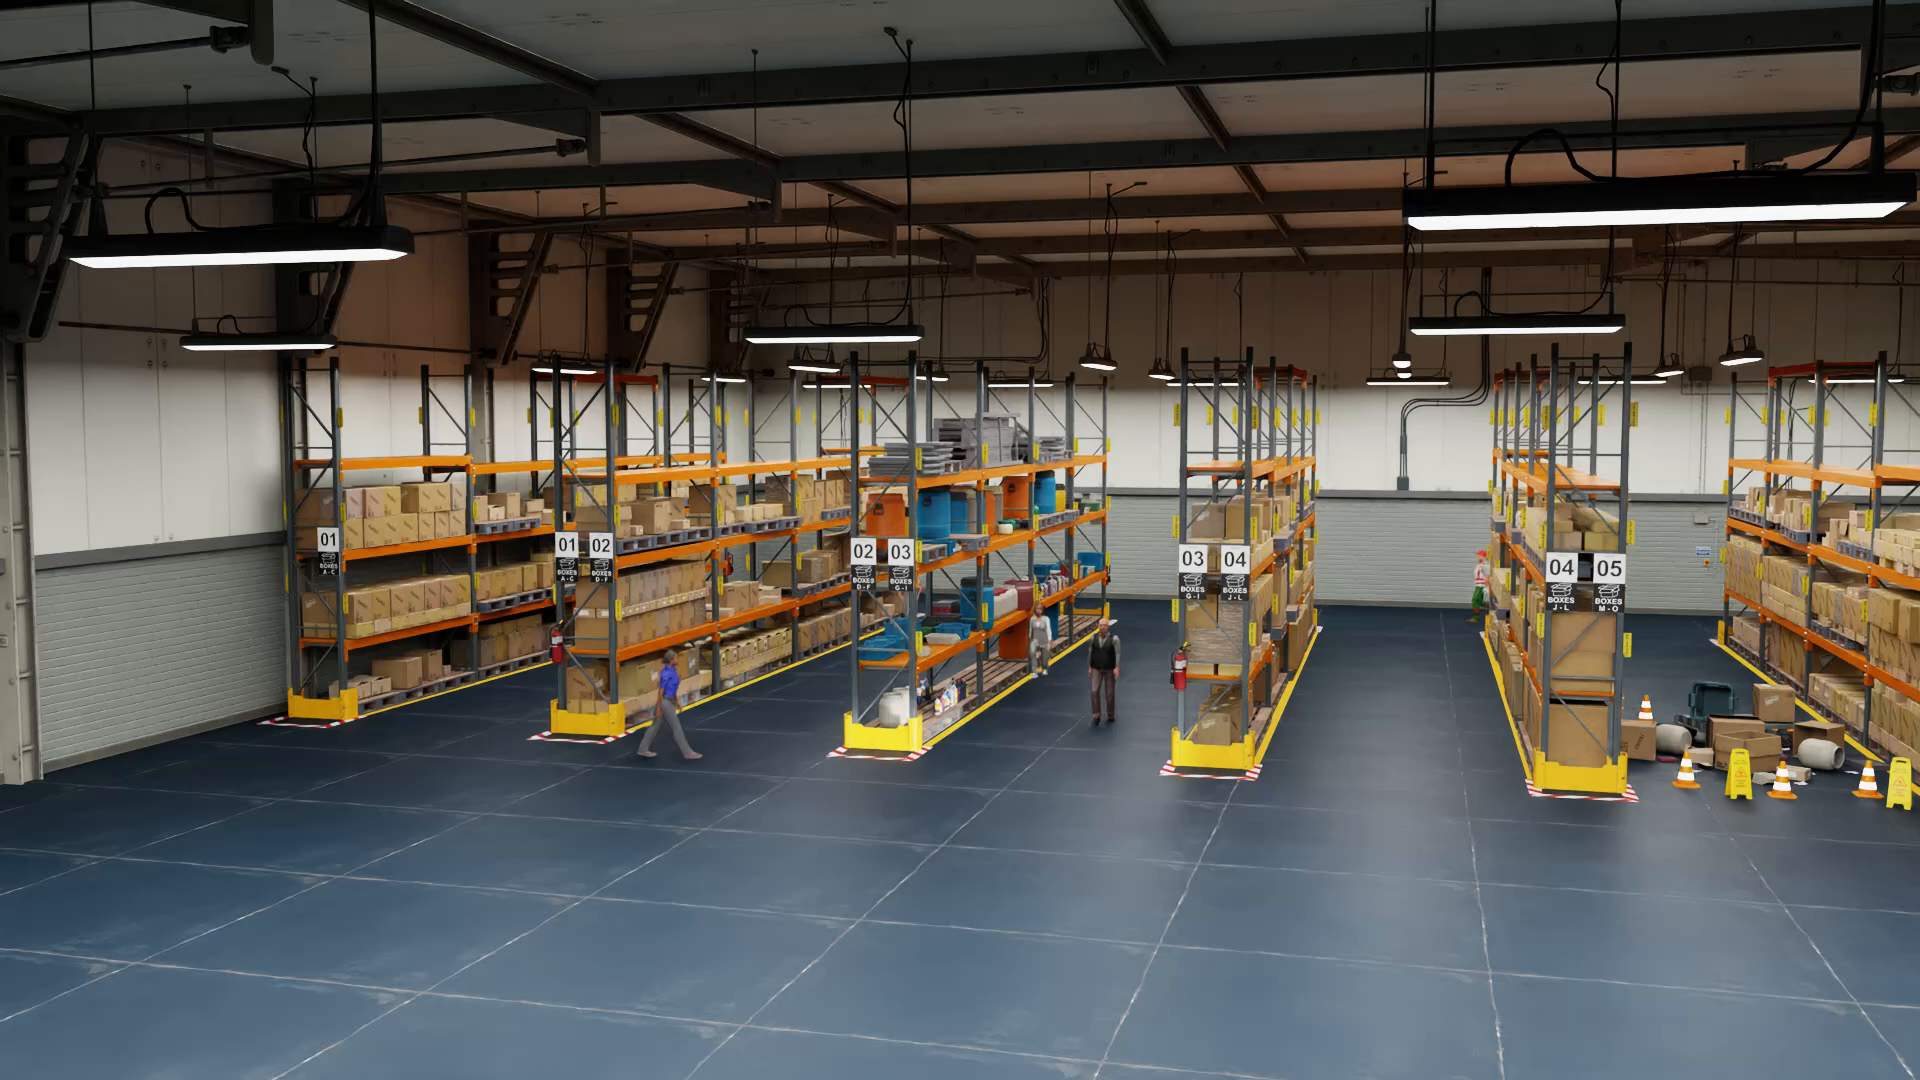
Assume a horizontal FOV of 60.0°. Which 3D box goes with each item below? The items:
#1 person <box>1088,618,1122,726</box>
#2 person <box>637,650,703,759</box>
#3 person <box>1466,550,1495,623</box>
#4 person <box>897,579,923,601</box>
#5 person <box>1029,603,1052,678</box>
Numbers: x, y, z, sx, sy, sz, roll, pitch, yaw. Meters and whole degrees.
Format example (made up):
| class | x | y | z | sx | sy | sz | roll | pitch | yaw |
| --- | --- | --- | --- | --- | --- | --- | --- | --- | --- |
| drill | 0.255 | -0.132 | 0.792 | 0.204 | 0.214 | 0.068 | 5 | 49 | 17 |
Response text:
| class | x | y | z | sx | sy | sz | roll | pitch | yaw |
| --- | --- | --- | --- | --- | --- | --- | --- | --- | --- |
| person | 2.362 | 2.156 | 27.251 | 0.589 | 1.750 | 0.650 | 1 | 4 | 18 |
| person | -4.241 | 2.397 | 24.329 | 1.005 | 1.580 | 0.510 | 0 | 4 | 4 |
| person | 12.753 | 1.136 | 40.491 | 0.823 | 1.771 | 0.519 | 1 | 4 | 10 |
| person | -1.151 | 1.386 | 38.557 | 0.566 | 1.580 | 0.701 | 2 | 5 | 24 |
| person | 1.462 | 1.839 | 30.343 | 0.435 | 1.368 | 1.010 | 0 | 4 | 6 |
